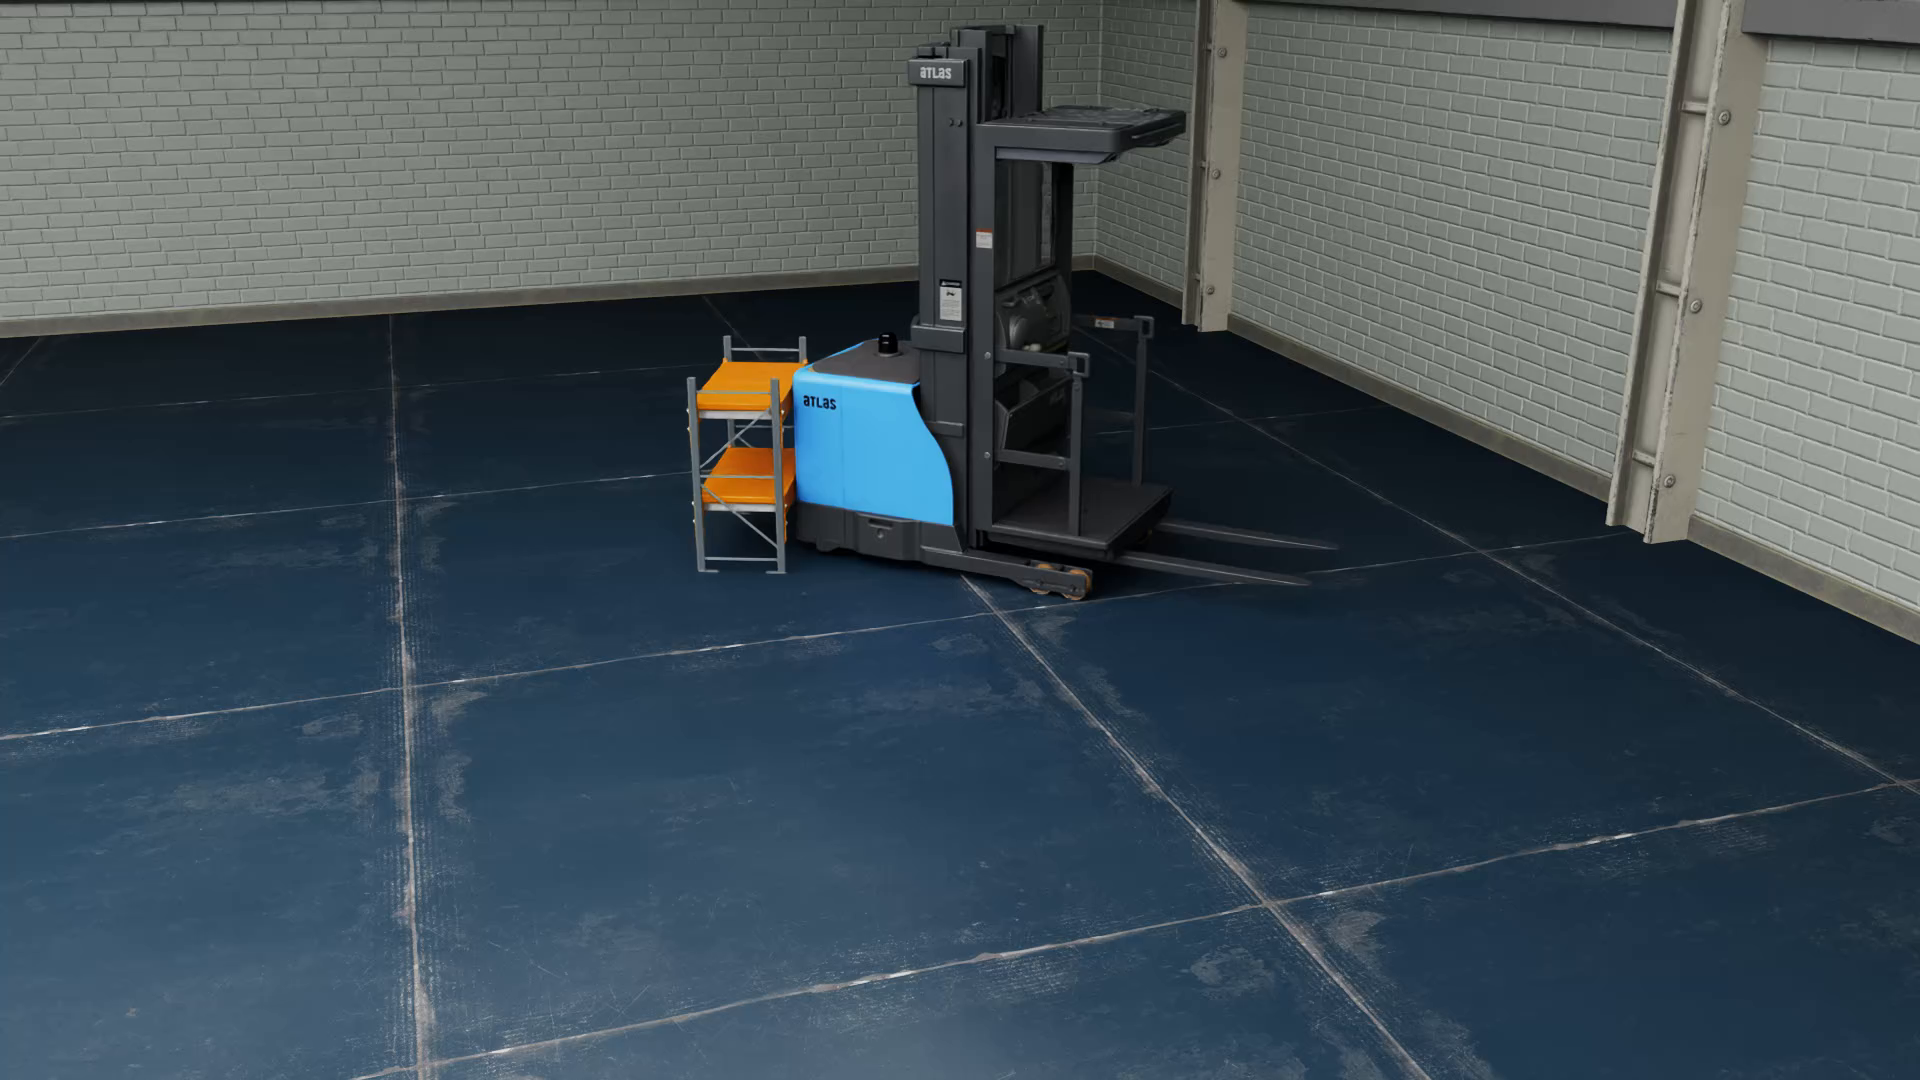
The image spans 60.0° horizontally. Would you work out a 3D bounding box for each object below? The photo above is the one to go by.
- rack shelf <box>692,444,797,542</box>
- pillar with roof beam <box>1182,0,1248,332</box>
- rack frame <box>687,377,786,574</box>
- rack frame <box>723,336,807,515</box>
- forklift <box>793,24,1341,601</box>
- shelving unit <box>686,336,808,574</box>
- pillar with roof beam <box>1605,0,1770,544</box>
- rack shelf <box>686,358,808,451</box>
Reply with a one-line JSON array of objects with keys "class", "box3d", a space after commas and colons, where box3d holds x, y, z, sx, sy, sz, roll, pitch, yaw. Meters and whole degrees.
[{"class": "rack shelf", "box3d": [-1.203, -0.290, 9.784, 0.538, 0.278, 1.000, 1, 20, 3]}, {"class": "pillar with roof beam", "box3d": [-1.807, -5.760, 12.641, 9.100, 9.000, 0.400, -6, 21, -17]}, {"class": "rack frame", "box3d": [-1.234, -0.349, 9.223, 0.500, 1.125, 0.032, 1, 20, 3]}, {"class": "rack frame", "box3d": [-1.172, -0.692, 10.178, 0.500, 1.125, 0.032, 1, 20, 3]}, {"class": "forklift", "box3d": [0.590, -1.255, 9.076, 3.031, 2.935, 1.130, 9, 22, 24]}, {"class": "shelving unit", "box3d": [-1.203, -0.520, 9.701, 0.538, 1.125, 1.048, 1, 20, 3]}, {"class": "pillar with roof beam", "box3d": [0.079, -3.835, 7.280, 9.100, 9.000, 0.400, -6, 21, -17]}, {"class": "rack shelf", "box3d": [-1.203, -0.796, 9.602, 0.538, 0.278, 1.000, 1, 20, 3]}]
